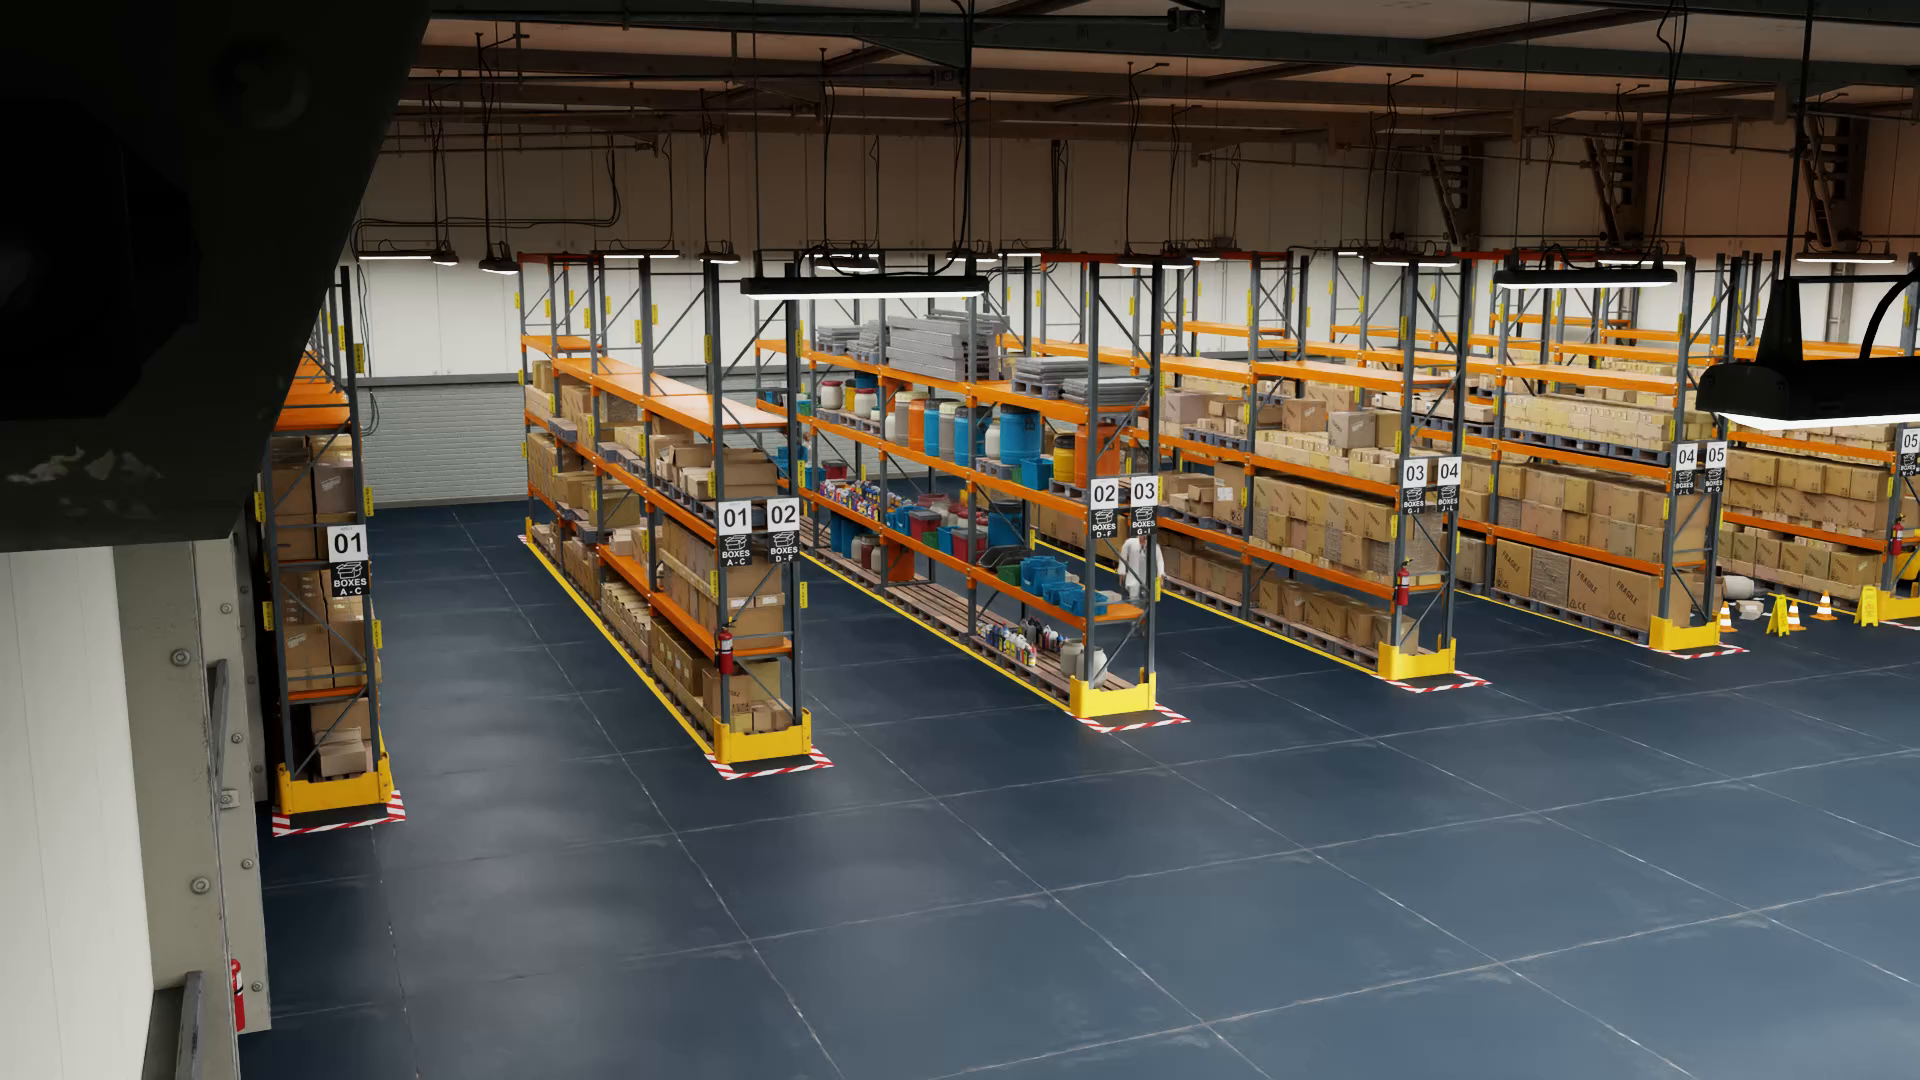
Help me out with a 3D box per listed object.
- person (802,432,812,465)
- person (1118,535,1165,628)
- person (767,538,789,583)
[{"bbox_3d":[-3.845,-1.890,40.894,0.612,1.577,0.418,3,11,18],"label":"person"},{"bbox_3d":[2.883,0.566,26.457,0.718,1.667,0.569,-1,10,-3],"label":"person"},{"bbox_3d":[-3.203,0.092,29.398,0.454,1.575,0.886,-5,11,-24],"label":"person"}]
